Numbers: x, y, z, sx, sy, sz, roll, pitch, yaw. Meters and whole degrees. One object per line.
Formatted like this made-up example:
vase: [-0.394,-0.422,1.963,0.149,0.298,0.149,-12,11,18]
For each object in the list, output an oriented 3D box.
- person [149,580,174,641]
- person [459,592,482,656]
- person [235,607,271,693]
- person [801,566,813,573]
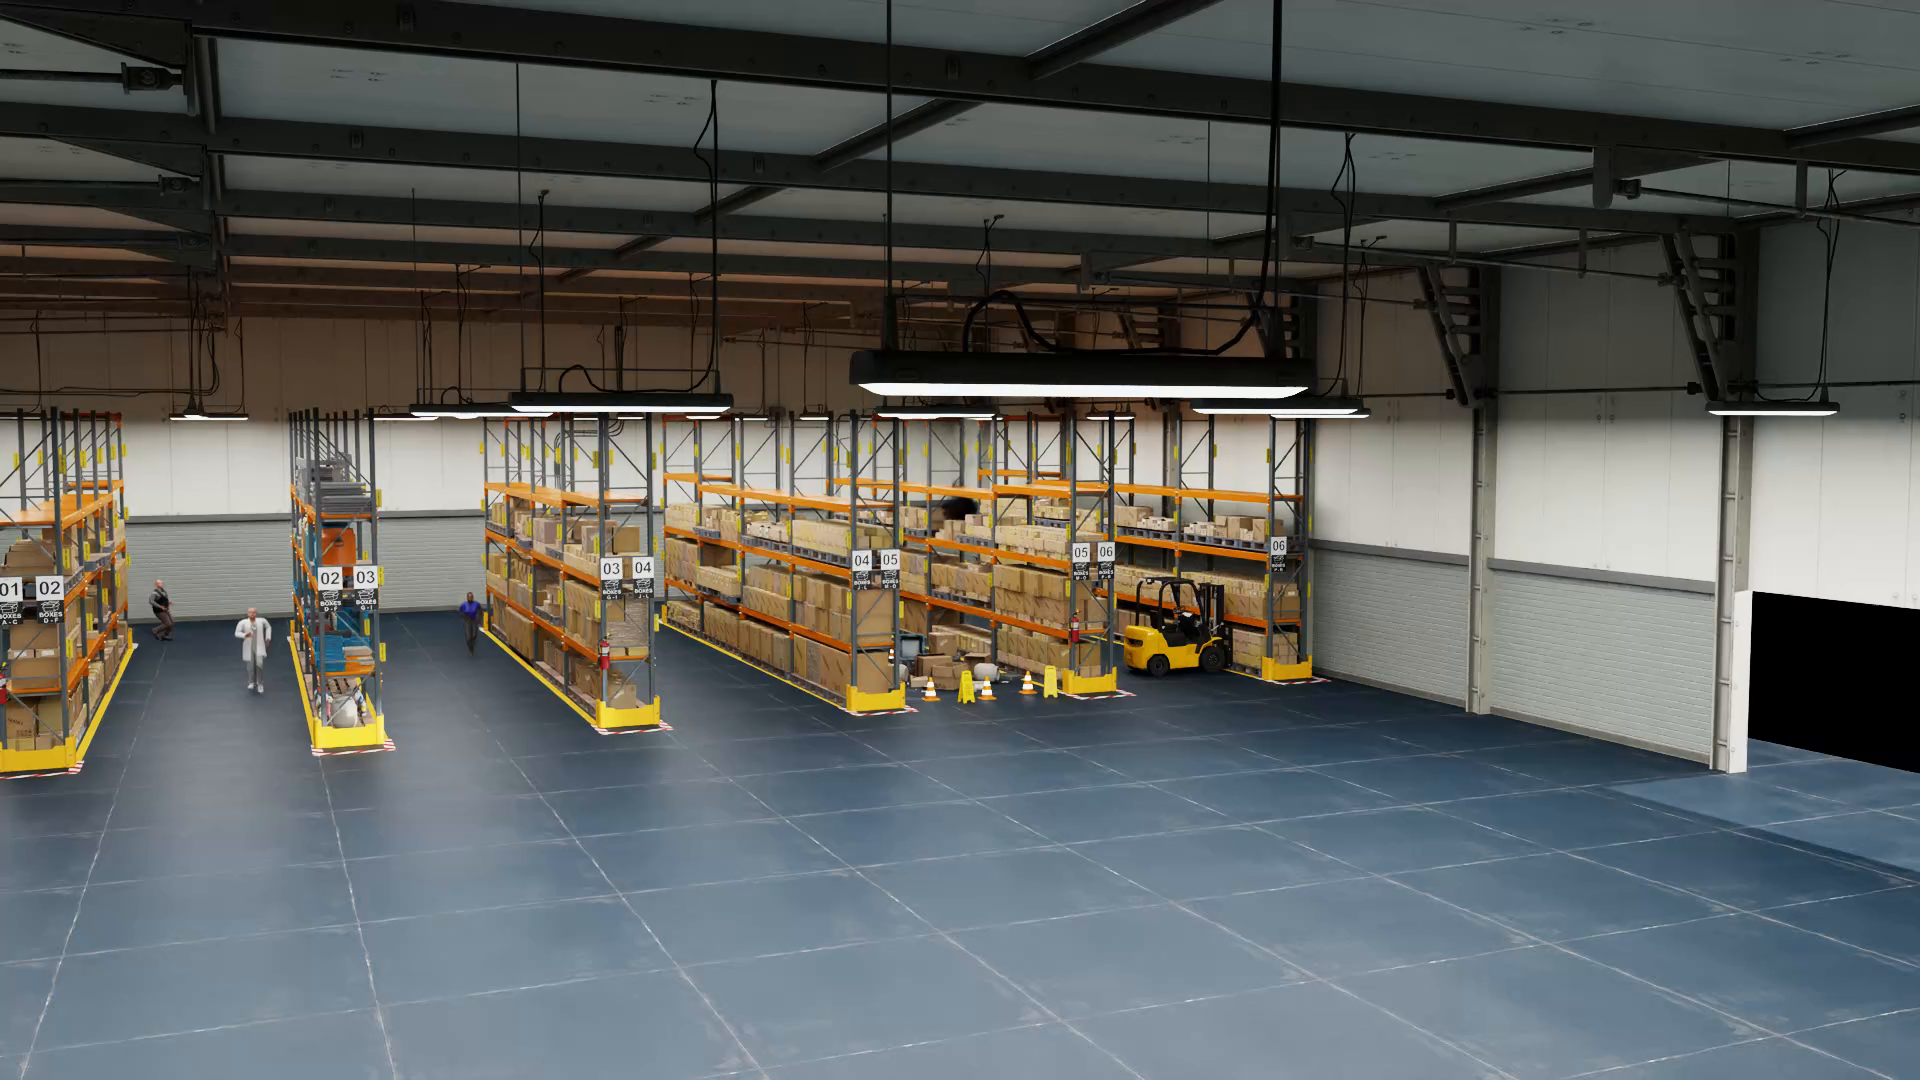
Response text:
person: [-20.920,1.859,43.550,0.559,1.645,0.665,0,4,-5]
person: [-12.038,2.072,40.945,0.553,1.588,0.676,-1,4,-18]
person: [-15.080,2.356,35.484,0.709,1.856,0.840,-2,4,-23]
person: [-4.738,1.295,50.892,0.652,1.741,0.691,-1,4,-7]
